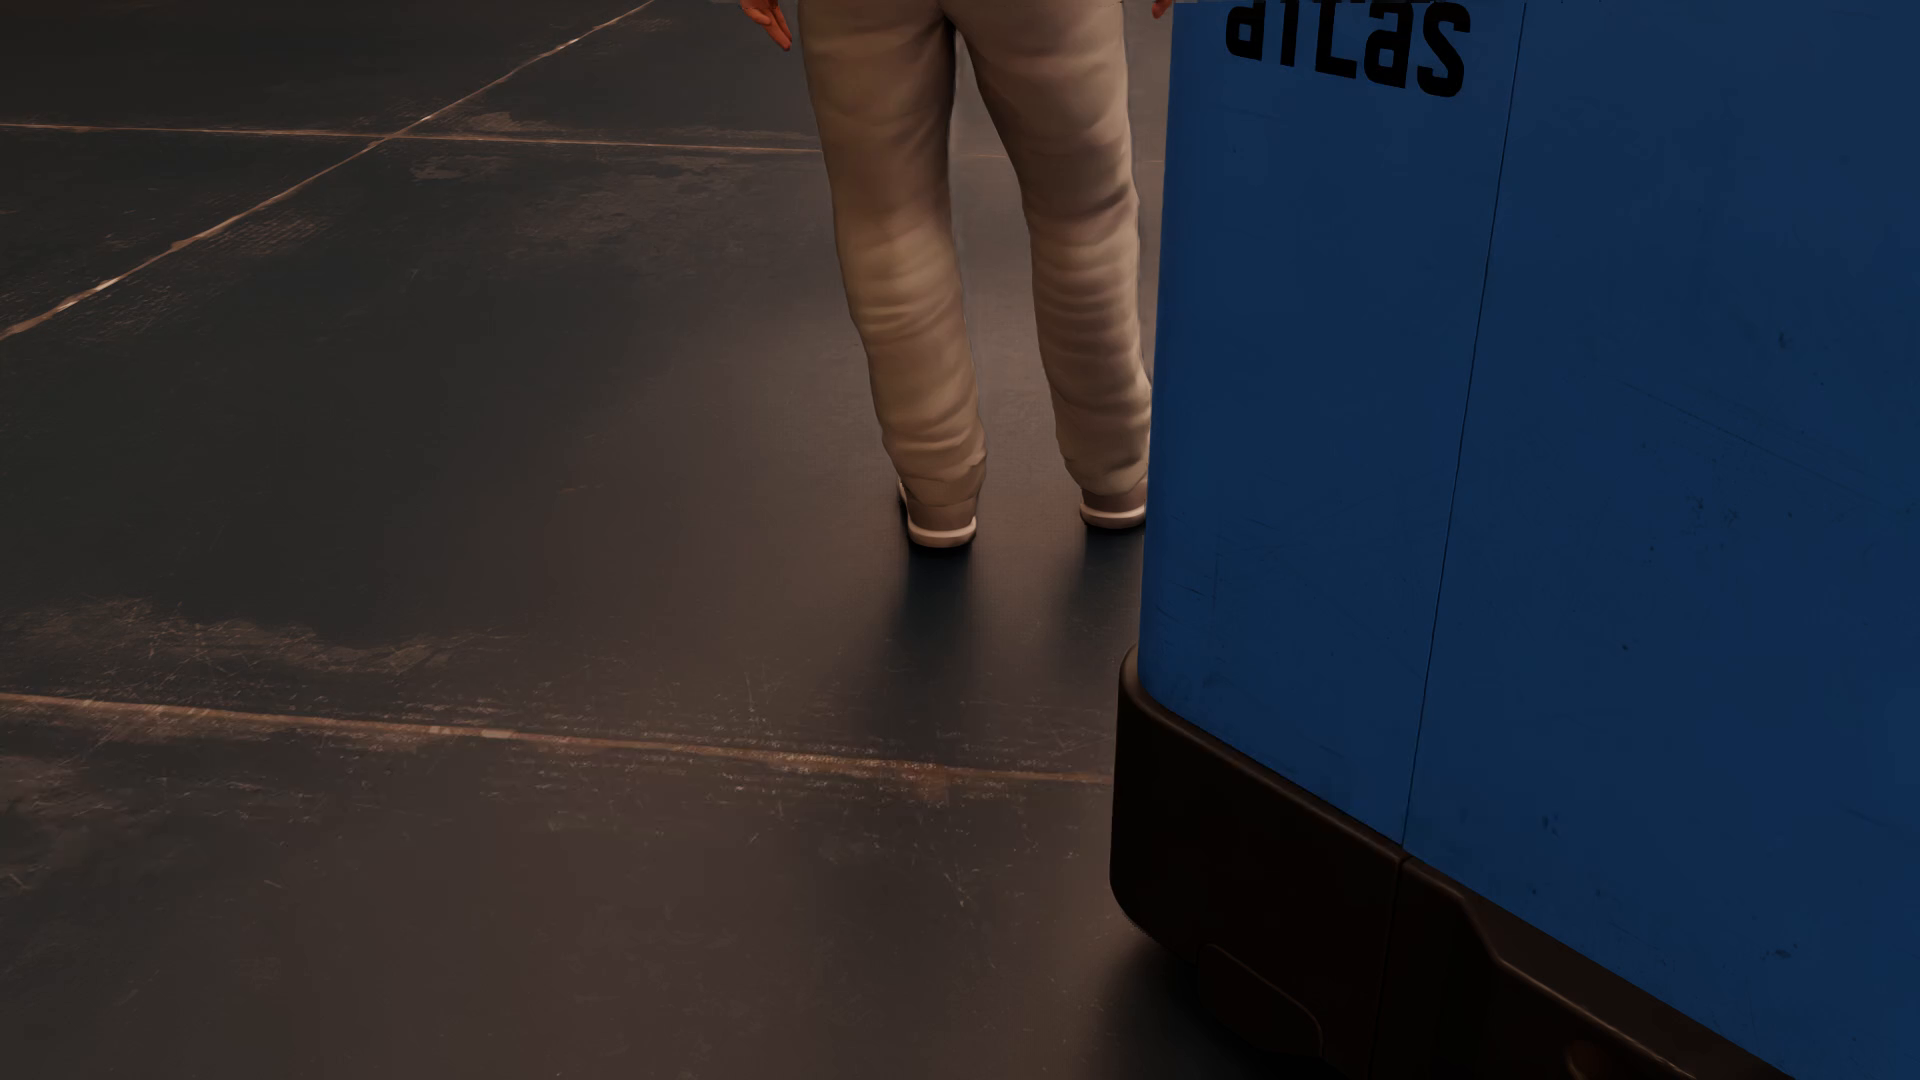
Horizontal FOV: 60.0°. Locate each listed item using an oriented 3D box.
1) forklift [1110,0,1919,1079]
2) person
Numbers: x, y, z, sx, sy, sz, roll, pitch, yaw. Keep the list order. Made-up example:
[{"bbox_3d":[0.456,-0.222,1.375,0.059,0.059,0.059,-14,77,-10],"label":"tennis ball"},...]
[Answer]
[{"bbox_3d":[1.464,-0.534,0.286,1.130,2.935,3.031,-20,33,-34],"label":"forklift"},{"bbox_3d":[0.014,-0.835,2.181,0.660,1.779,0.545,3,27,6],"label":"person"}]
